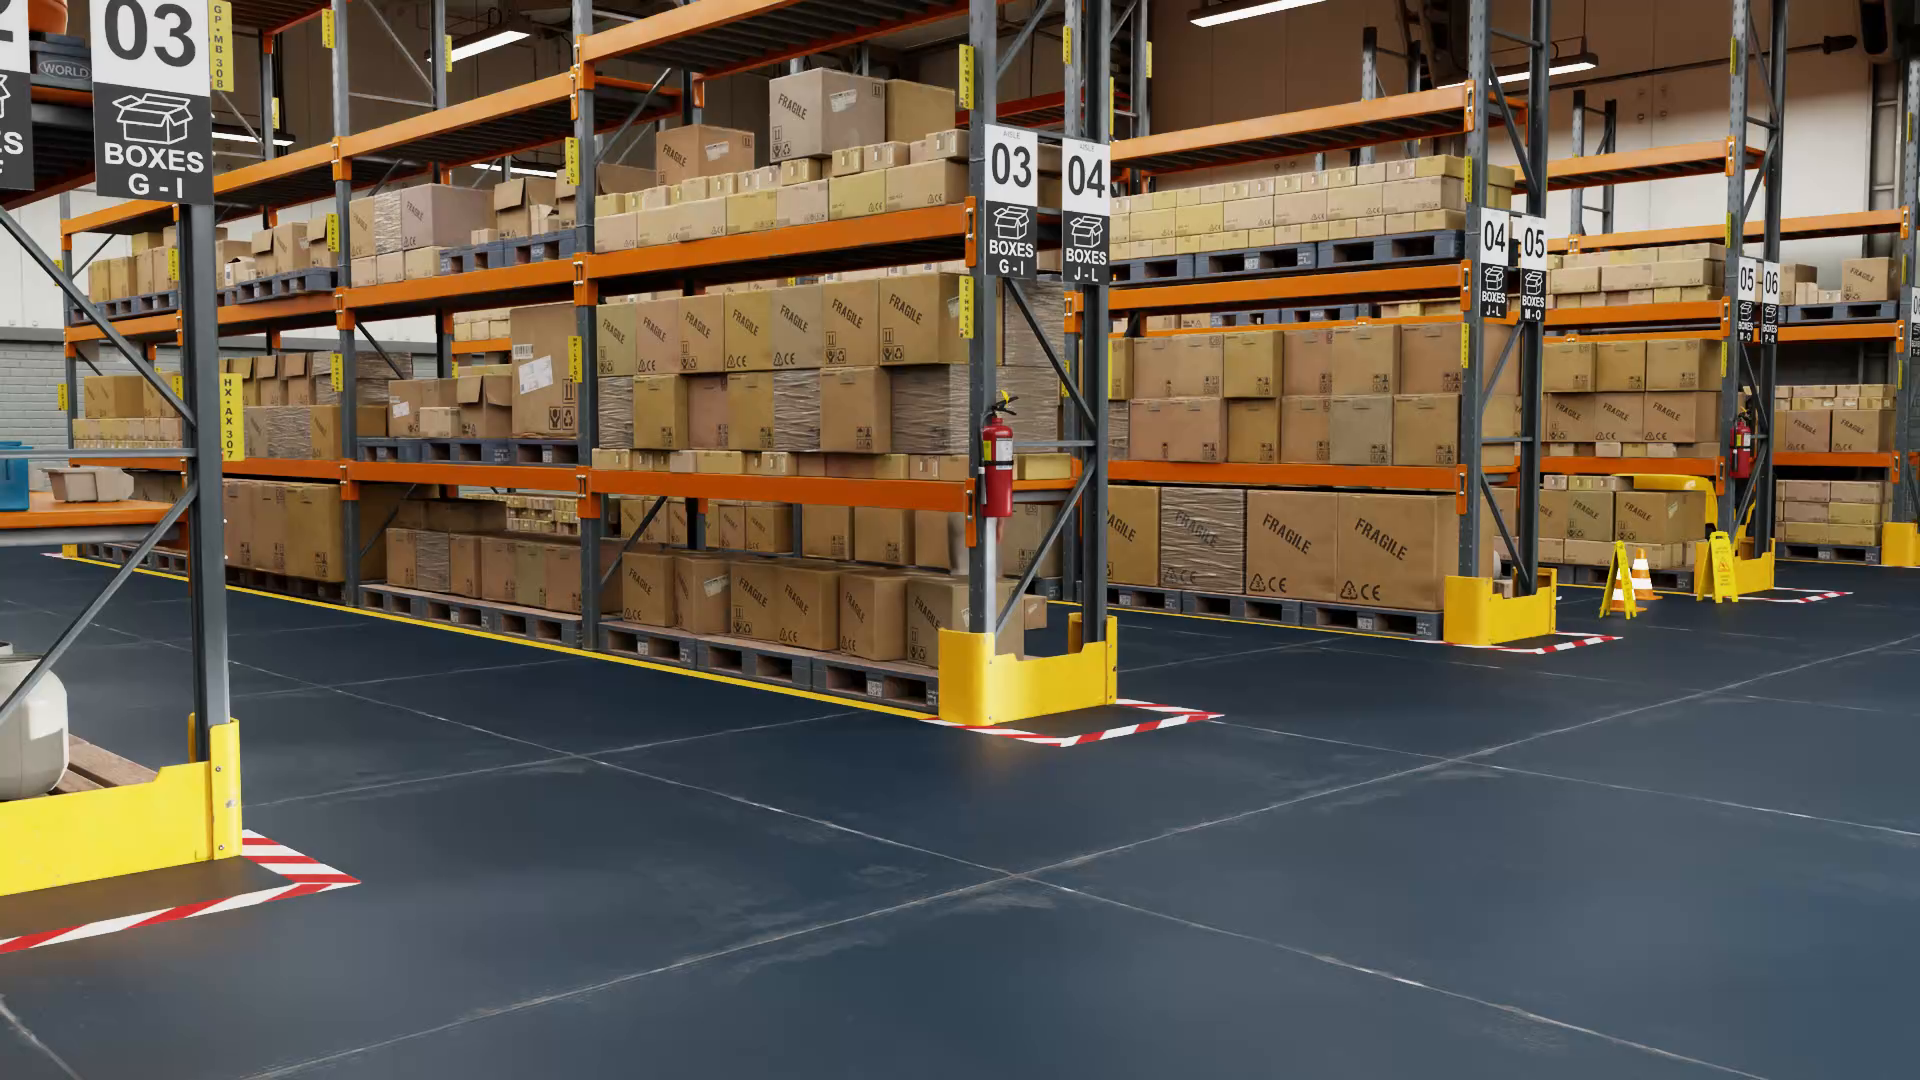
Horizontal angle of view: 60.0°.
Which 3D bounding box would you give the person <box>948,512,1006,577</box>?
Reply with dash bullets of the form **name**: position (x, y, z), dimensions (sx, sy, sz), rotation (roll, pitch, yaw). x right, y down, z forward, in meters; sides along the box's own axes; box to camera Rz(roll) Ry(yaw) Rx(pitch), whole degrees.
- **person**: position (0.113, -0.156, 12.827), dimensions (0.586, 1.623, 0.748), rotation (1, 4, 16)
